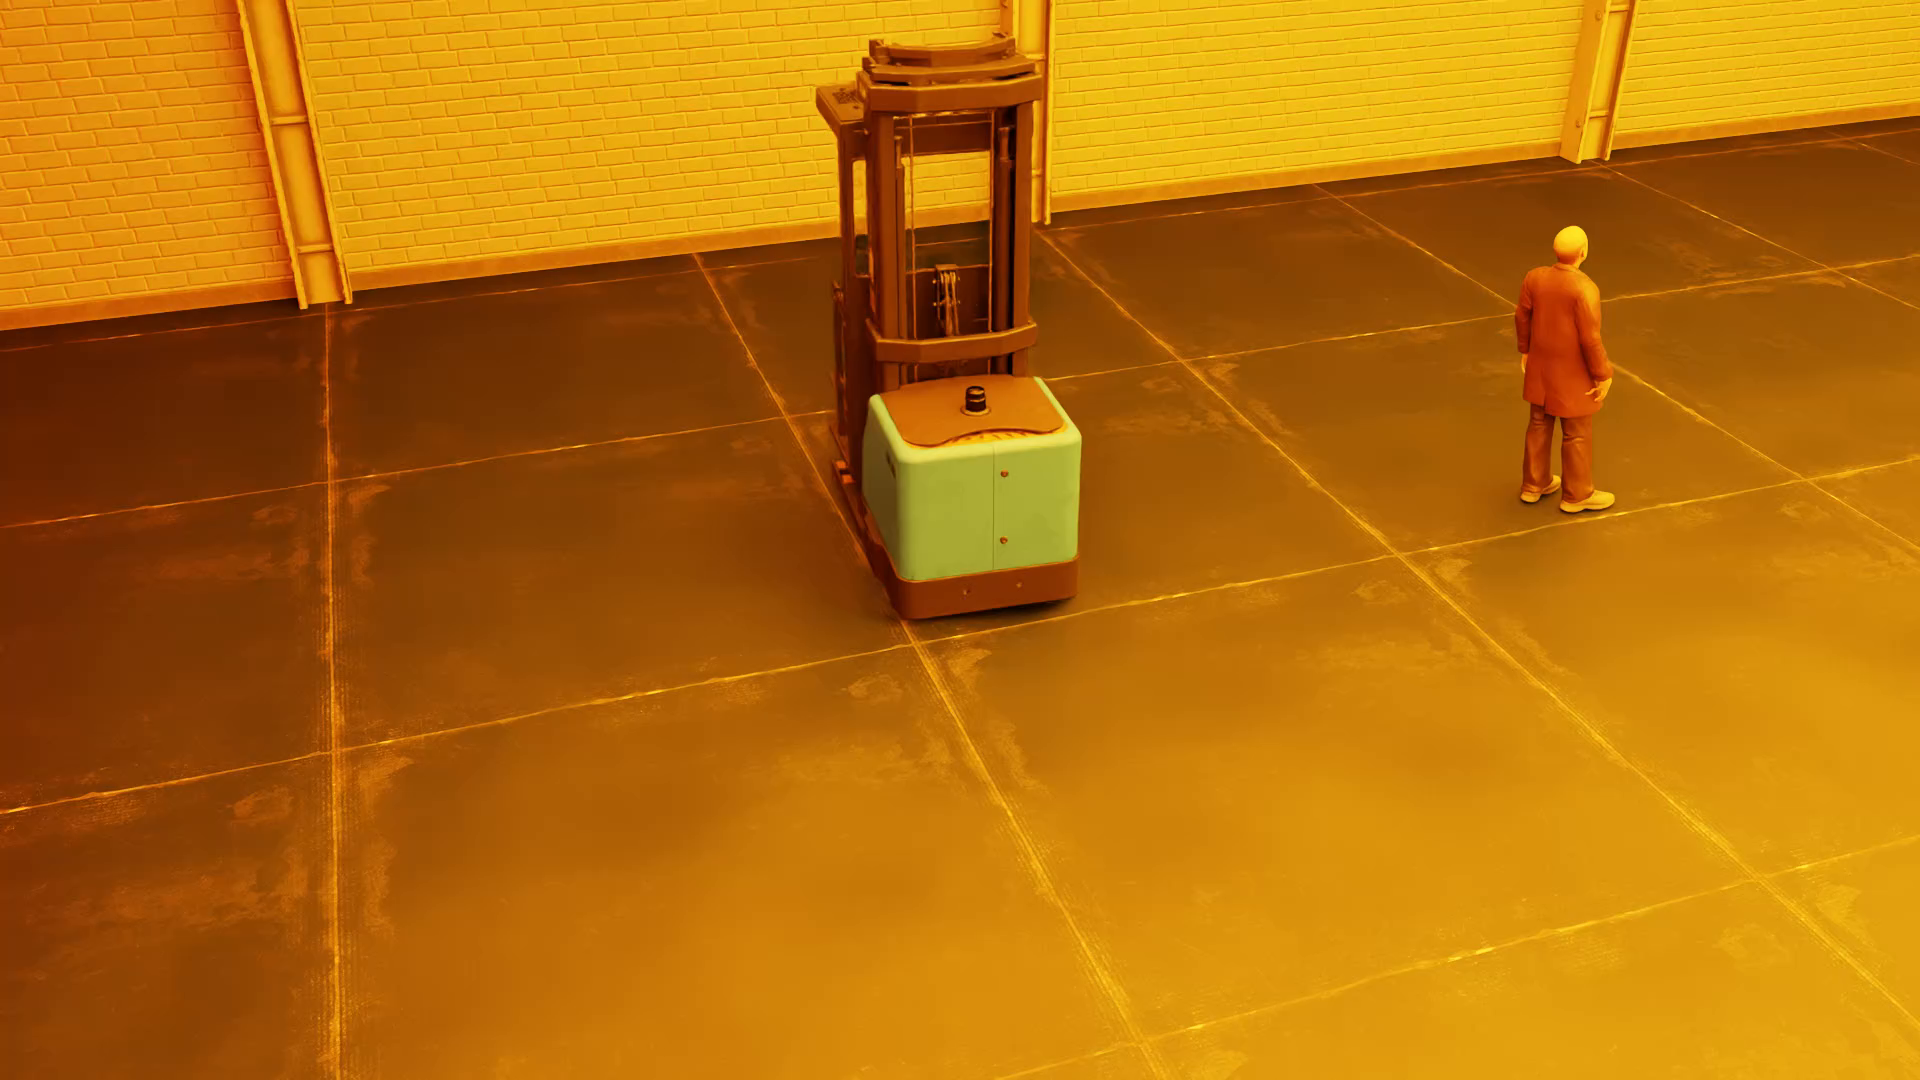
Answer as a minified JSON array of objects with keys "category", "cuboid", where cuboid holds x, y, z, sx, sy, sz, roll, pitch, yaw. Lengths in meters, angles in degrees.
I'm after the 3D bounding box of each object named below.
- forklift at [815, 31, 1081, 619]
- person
[{"category":"forklift","cuboid":[-0.199,-1.557,9.794,1.130,2.935,3.031,-7,31,-13]},{"category":"person","cuboid":[3.695,-1.053,10.060,0.582,1.775,0.694,-16,34,-26]}]
